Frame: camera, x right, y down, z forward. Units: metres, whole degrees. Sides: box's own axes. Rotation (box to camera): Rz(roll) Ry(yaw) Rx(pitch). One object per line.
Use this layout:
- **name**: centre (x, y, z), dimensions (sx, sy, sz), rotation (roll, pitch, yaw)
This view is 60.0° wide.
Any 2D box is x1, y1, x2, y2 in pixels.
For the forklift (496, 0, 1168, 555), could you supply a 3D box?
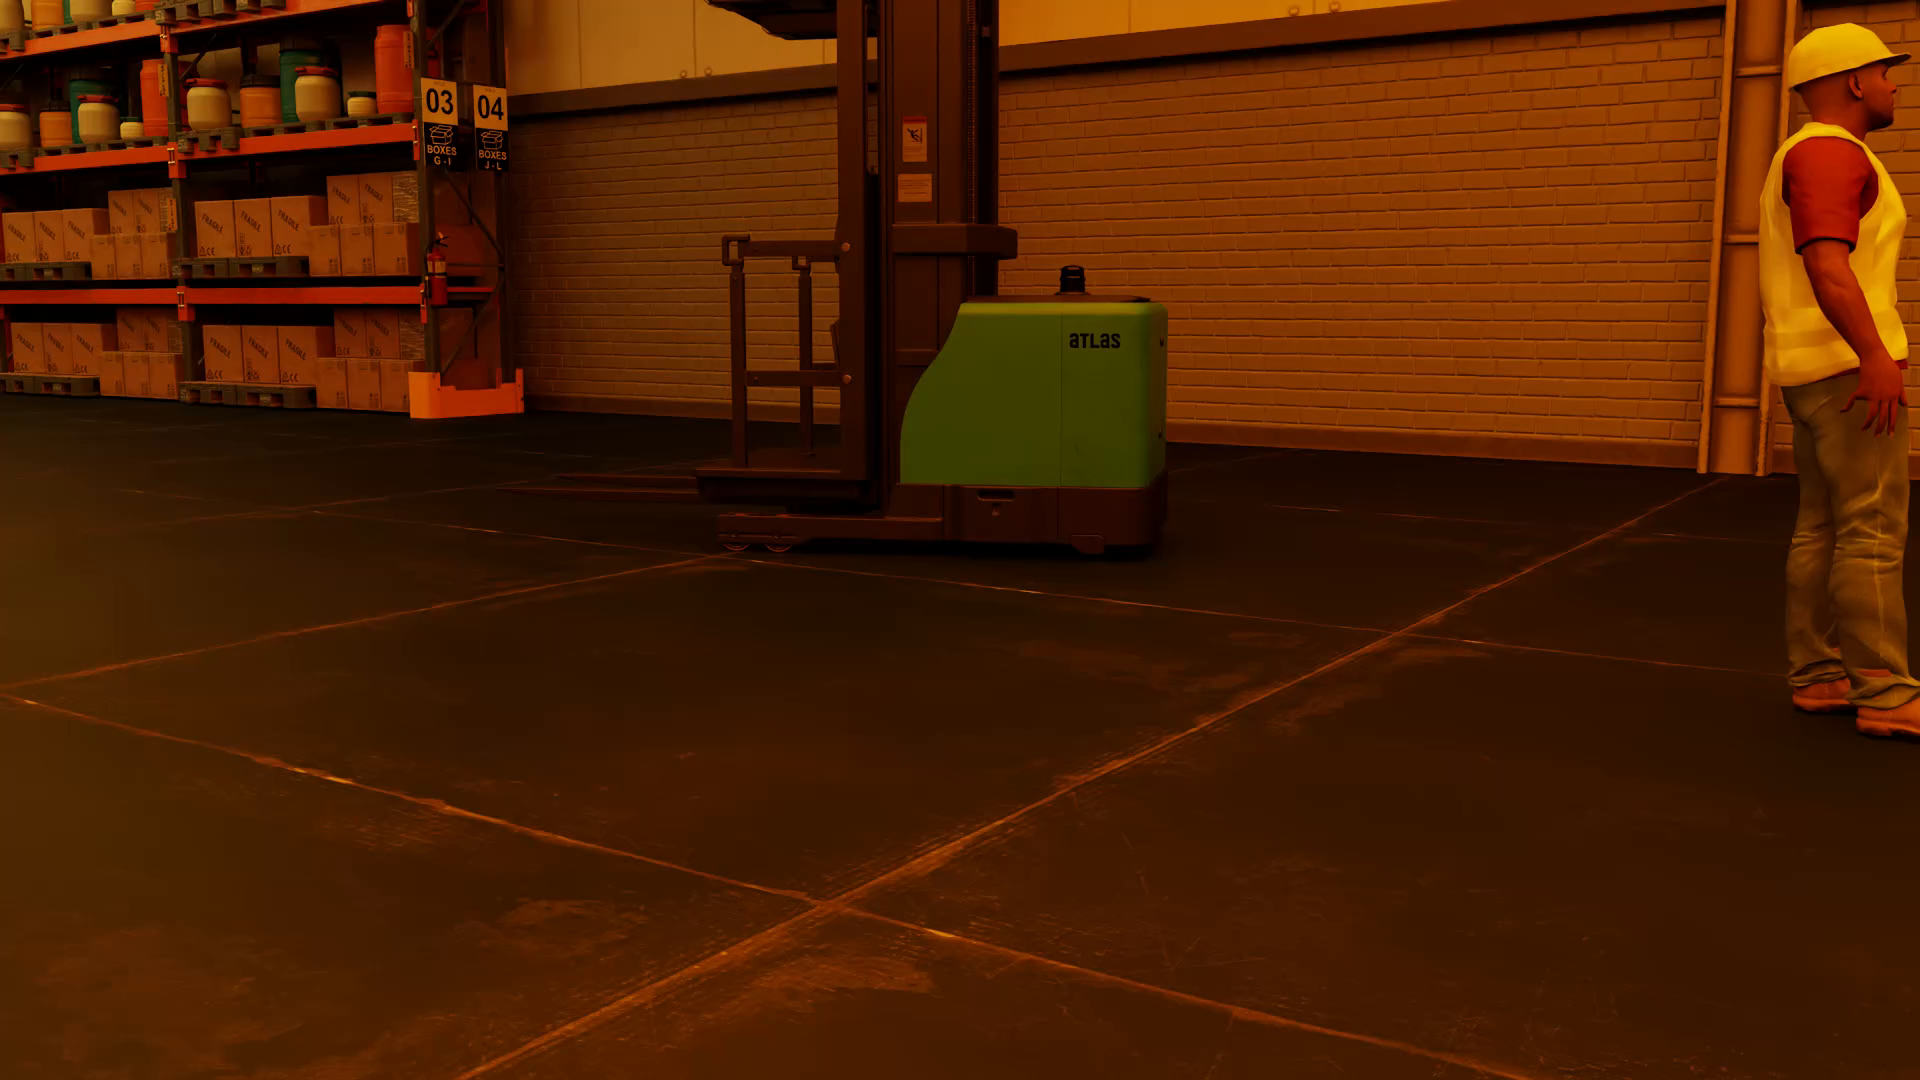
- **forklift**: centre (-0.596, -1.469, 7.520), dimensions (3.031, 2.935, 1.130), rotation (2, 8, 12)

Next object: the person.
- **person**: centre (2.335, -0.423, 4.255), dimensions (0.576, 1.767, 0.665), rotation (3, 9, 19)
